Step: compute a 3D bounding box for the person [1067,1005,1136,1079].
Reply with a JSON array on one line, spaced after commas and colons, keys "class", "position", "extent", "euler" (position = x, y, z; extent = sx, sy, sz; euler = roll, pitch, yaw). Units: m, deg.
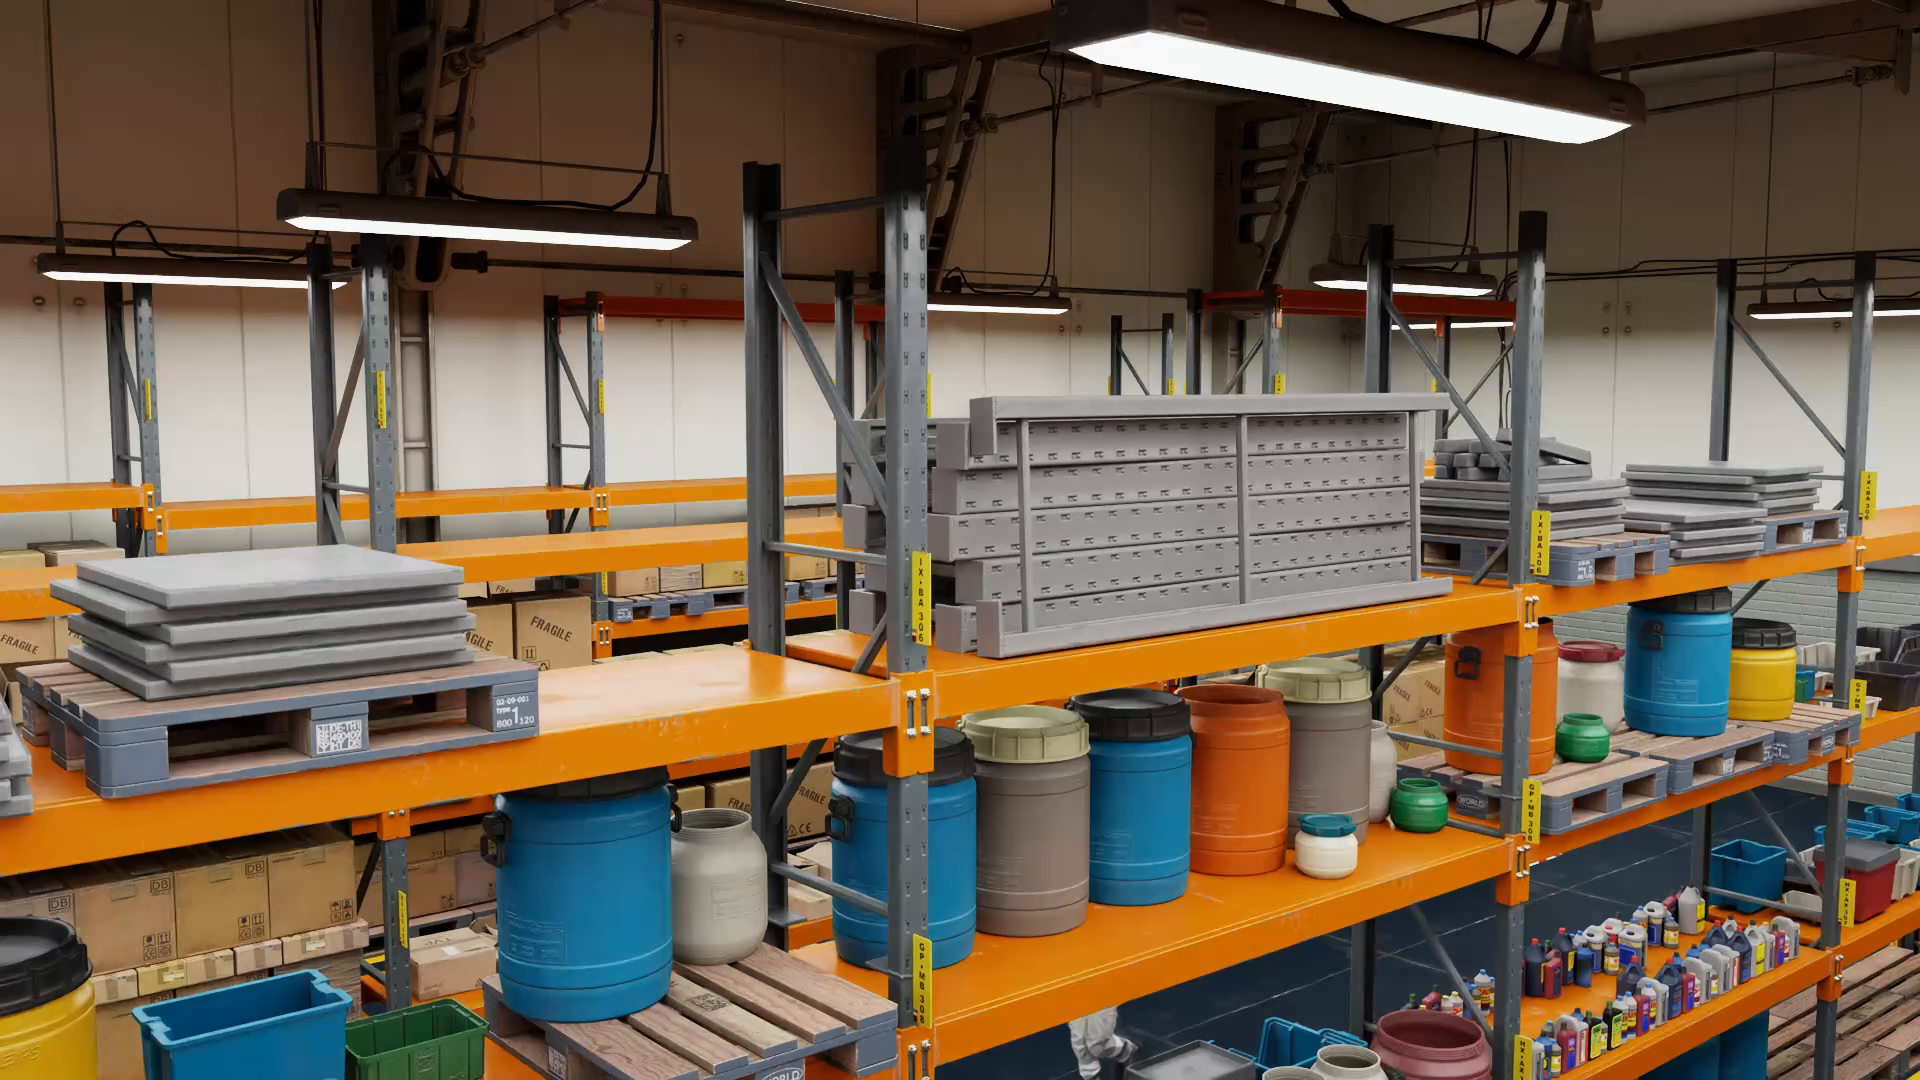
[{"class": "person", "position": [1.027, 3.163, 11.852], "extent": [0.611, 1.756, 0.652], "euler": [-5, 7, -42]}]
